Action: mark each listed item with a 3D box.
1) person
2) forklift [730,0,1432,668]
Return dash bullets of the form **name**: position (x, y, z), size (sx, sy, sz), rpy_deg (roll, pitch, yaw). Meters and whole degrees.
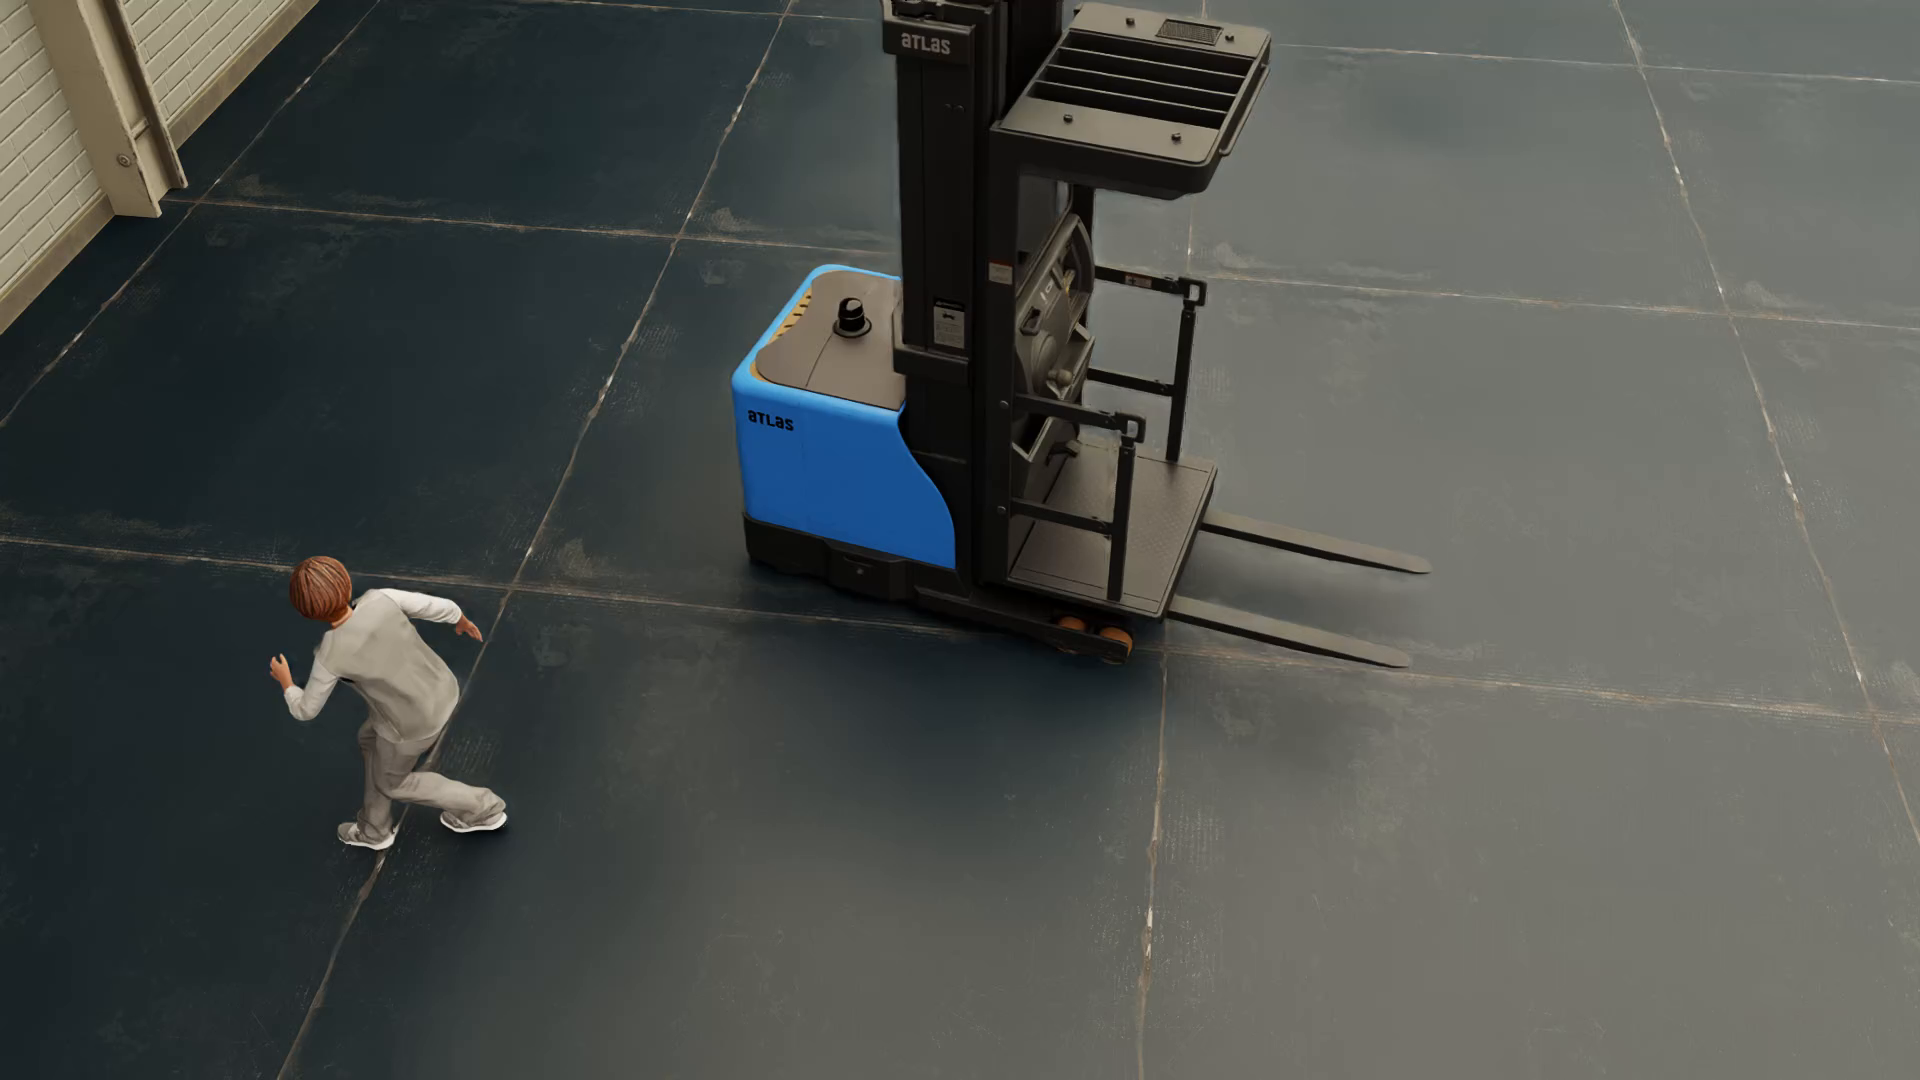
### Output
- **person**: position (-2.156, 0.557, 6.220), size (0.755, 1.481, 0.676), rpy_deg (9, 43, 10)
- **forklift**: position (0.575, -0.941, 6.749), size (3.031, 2.935, 1.130), rpy_deg (14, 44, 14)
